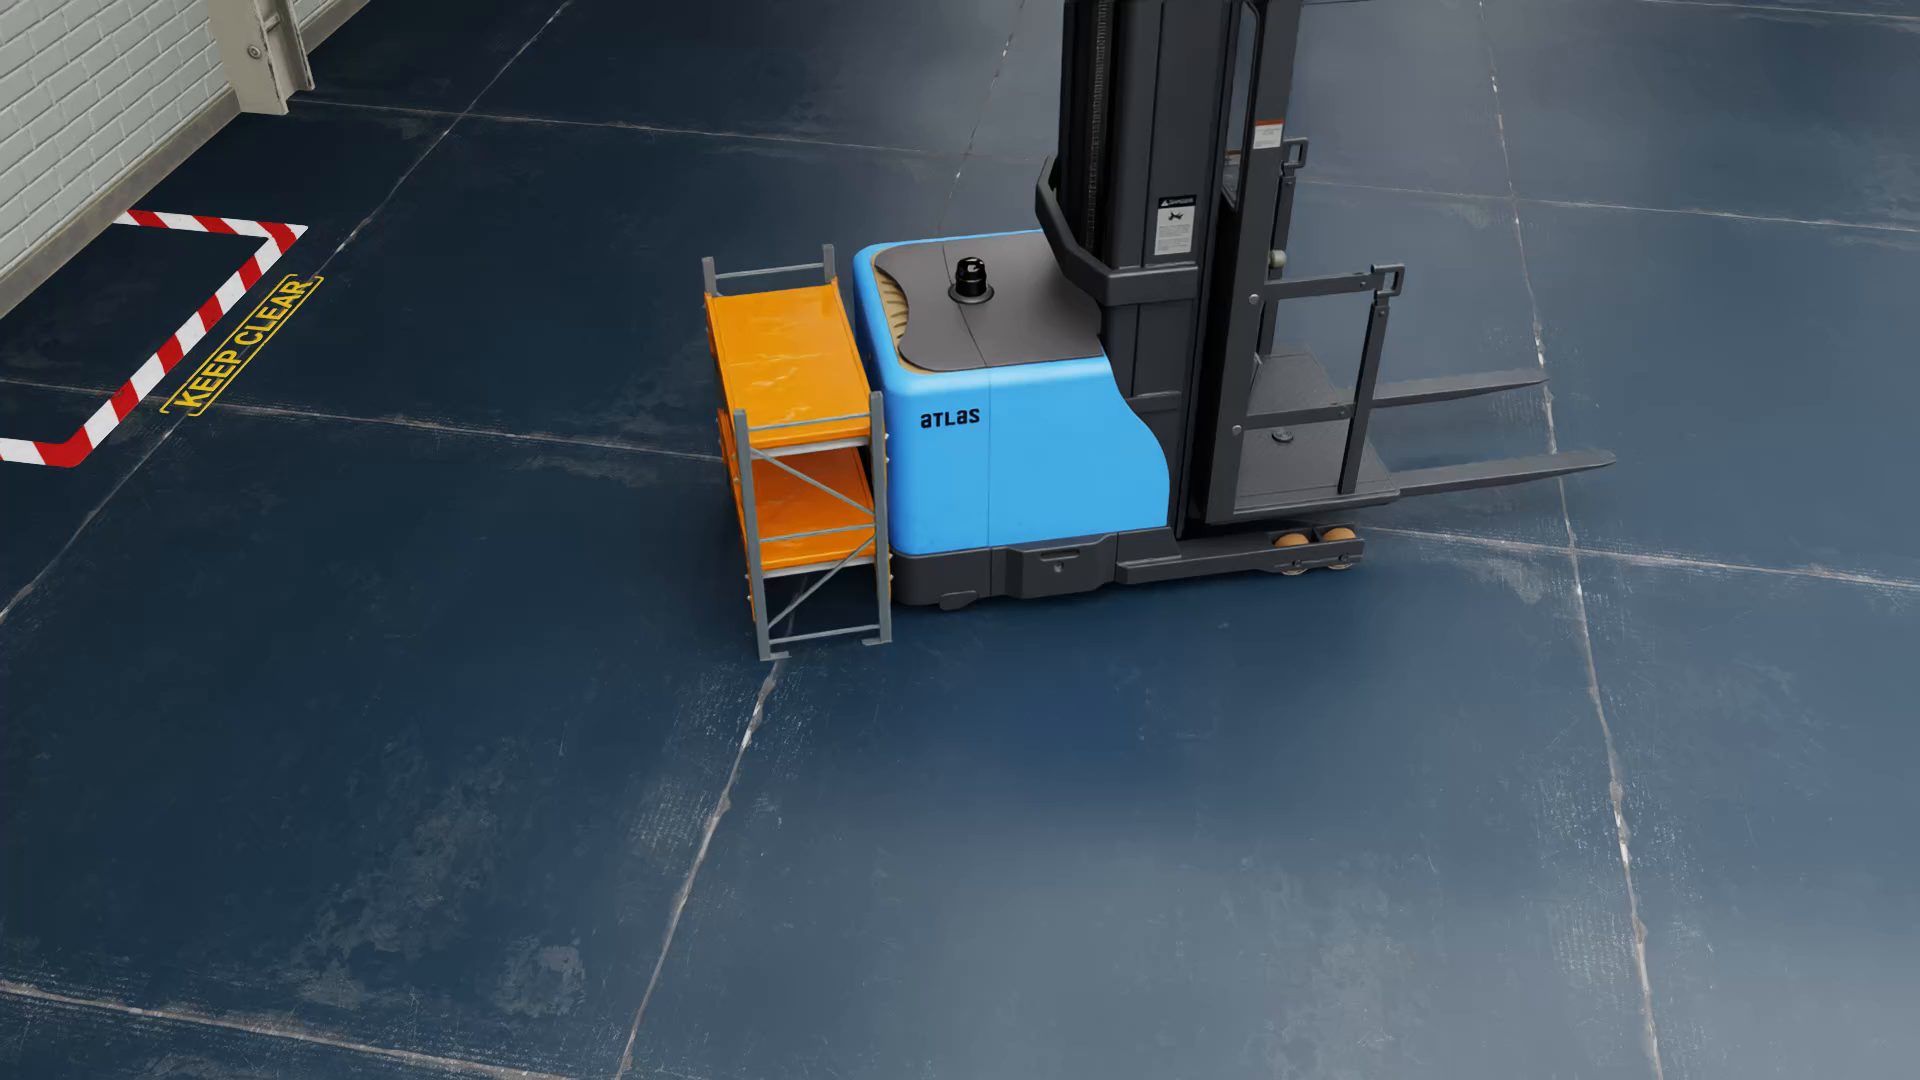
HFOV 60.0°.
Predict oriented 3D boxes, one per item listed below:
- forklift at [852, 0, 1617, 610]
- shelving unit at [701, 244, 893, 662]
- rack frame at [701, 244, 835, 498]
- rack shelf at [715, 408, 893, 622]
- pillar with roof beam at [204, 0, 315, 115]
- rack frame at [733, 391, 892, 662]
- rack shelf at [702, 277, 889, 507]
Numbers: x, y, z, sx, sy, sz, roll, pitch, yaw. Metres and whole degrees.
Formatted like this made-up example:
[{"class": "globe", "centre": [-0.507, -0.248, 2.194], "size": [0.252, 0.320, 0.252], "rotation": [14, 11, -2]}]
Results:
[{"class": "forklift", "centre": [1.137, -1.316, 6.041], "size": [3.031, 2.935, 1.130], "rotation": [-7, 40, -8]}, {"class": "shelving unit", "centre": [-0.617, -0.339, 6.277], "size": [0.538, 1.125, 1.048], "rotation": [-8, 40, -10]}, {"class": "rack frame", "centre": [-0.728, -0.655, 6.659], "size": [0.500, 1.125, 0.032], "rotation": [-8, 40, -10]}, {"class": "rack shelf", "centre": [-0.617, -0.150, 6.433], "size": [0.538, 0.278, 1.000], "rotation": [-8, 40, -10]}, {"class": "pillar with roof beam", "centre": [0.153, -5.631, 6.498], "size": [9.100, 9.000, 0.400], "rotation": [6, 40, 8]}, {"class": "rack frame", "centre": [-0.506, -0.023, 5.894], "size": [0.500, 1.125, 0.032], "rotation": [-8, 40, -10]}, {"class": "rack shelf", "centre": [-0.617, -0.564, 6.090], "size": [0.538, 0.278, 1.000], "rotation": [-8, 40, -10]}]
